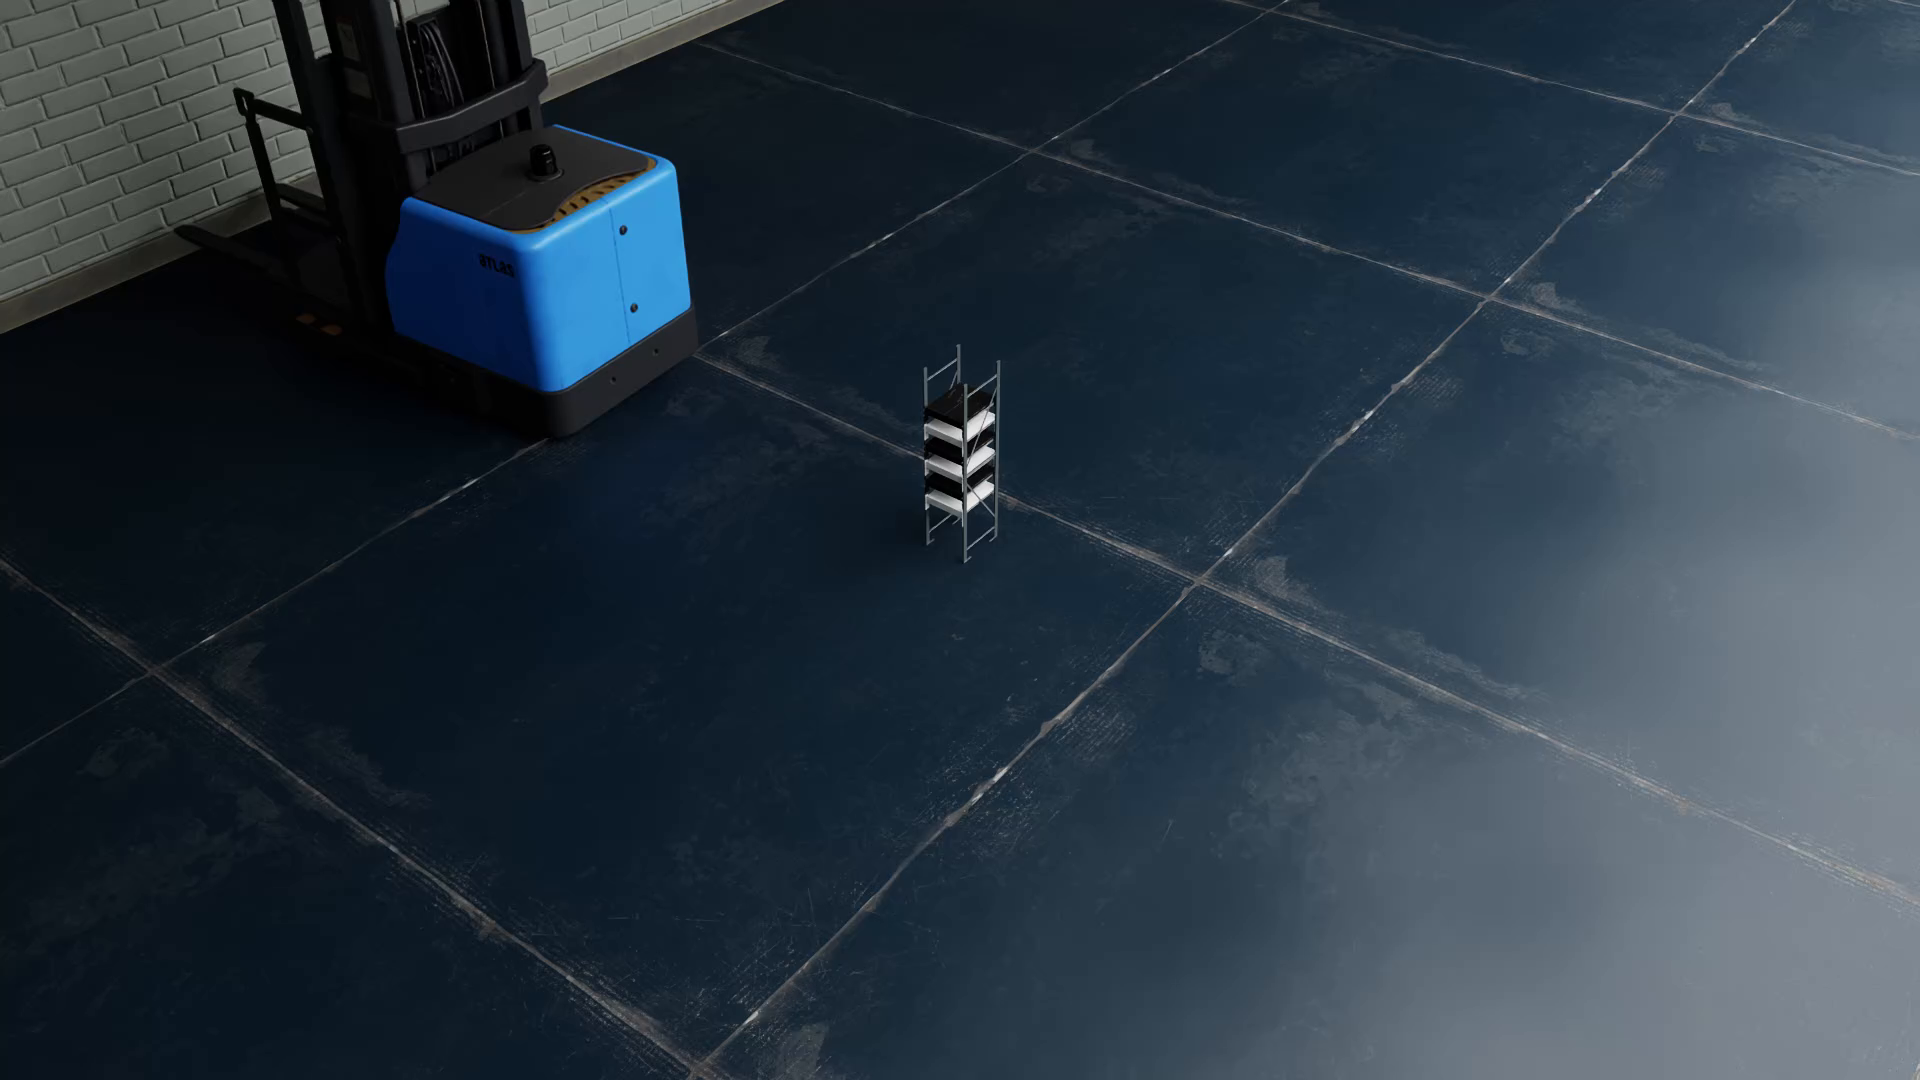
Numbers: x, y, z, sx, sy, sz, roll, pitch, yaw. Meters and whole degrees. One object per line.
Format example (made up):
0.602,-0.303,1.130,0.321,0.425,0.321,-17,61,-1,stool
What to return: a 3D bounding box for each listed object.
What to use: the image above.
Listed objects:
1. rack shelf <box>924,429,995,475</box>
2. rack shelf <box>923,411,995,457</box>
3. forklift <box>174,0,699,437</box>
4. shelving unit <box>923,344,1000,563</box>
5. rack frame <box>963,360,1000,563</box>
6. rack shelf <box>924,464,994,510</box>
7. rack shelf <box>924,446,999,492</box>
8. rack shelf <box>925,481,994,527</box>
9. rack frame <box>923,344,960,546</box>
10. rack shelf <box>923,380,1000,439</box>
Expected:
0.006,-0.396,6.934,0.200,0.077,0.258,25,45,29,rack shelf
0.006,-0.467,6.878,0.200,0.077,0.258,25,45,29,rack shelf
-2.830,-2.331,7.850,3.031,2.935,1.130,22,43,25,forklift
0.006,-0.351,6.969,0.210,0.900,0.258,25,45,29,shelving unit
0.087,-0.313,6.920,0.006,0.900,0.240,25,45,29,rack frame
0.006,-0.254,7.045,0.200,0.077,0.258,25,45,29,rack shelf
0.006,-0.325,6.989,0.200,0.077,0.258,25,45,29,rack shelf
0.006,-0.183,7.100,0.200,0.077,0.258,25,45,29,rack shelf
-0.074,-0.389,7.017,0.006,0.900,0.240,25,45,29,rack frame
0.006,-0.538,6.823,0.200,0.077,0.258,25,45,29,rack shelf
